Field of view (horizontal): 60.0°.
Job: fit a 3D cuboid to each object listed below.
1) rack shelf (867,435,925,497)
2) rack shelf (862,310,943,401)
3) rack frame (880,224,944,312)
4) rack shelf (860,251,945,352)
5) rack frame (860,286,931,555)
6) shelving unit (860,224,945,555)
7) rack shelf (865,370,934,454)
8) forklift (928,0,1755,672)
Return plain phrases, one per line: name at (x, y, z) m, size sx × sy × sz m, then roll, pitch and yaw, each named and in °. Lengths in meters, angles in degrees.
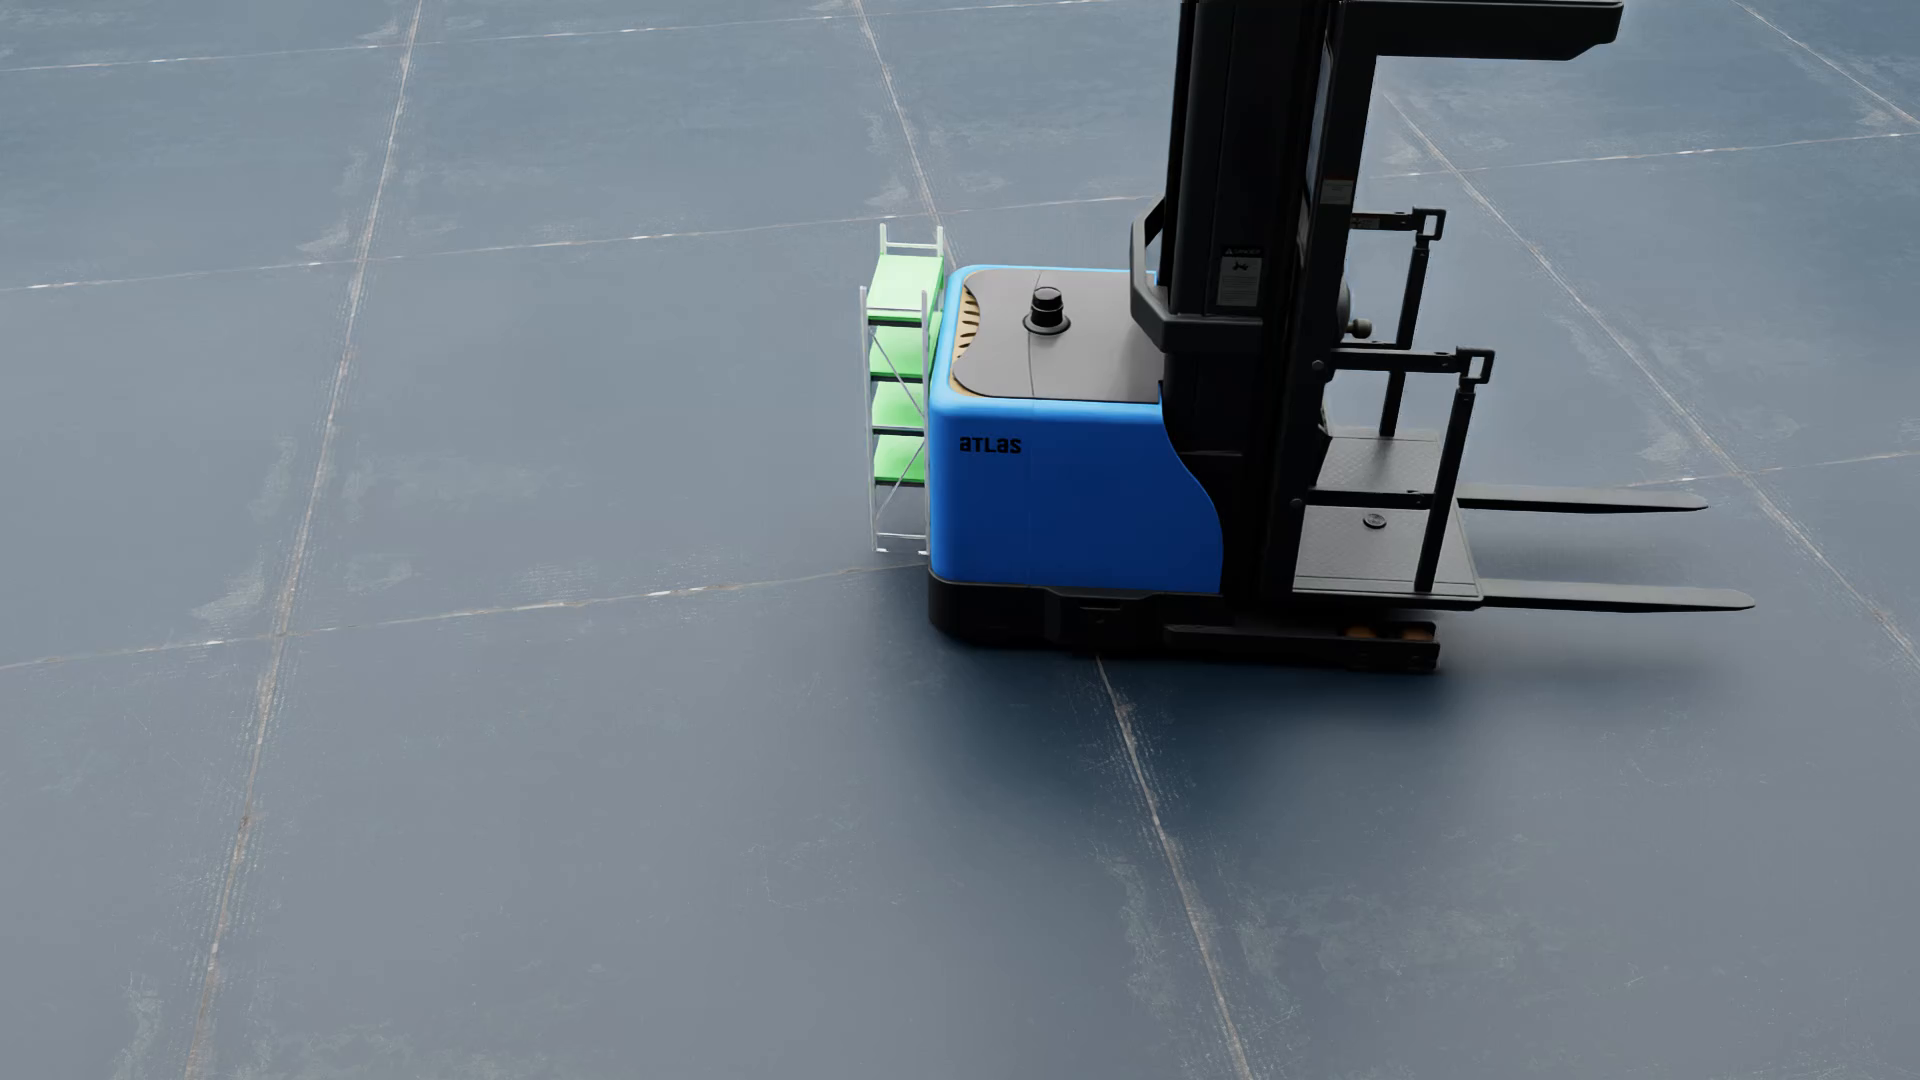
rack shelf at (-0.208, -0.333, 6.695) m, size 0.258 × 0.148 × 0.480 m, roll 4°, pitch 38°, yaw 5°
rack shelf at (-0.210, -0.712, 6.400) m, size 0.258 × 0.148 × 0.480 m, roll 4°, pitch 38°, yaw 5°
rack frame at (-0.183, -0.722, 6.700) m, size 0.240 × 1.200 × 0.015 m, roll 4°, pitch 38°, yaw 5°
rack shelf at (-0.211, -0.901, 6.253) m, size 0.258 × 0.148 × 0.480 m, roll 4°, pitch 38°, yaw 5°
rack frame at (-0.235, -0.424, 6.317) m, size 0.240 × 1.200 × 0.015 m, roll 4°, pitch 38°, yaw 5°
shelving unit at (-0.209, -0.573, 6.508) m, size 0.258 × 1.200 × 0.503 m, roll 4°, pitch 38°, yaw 5°
rack shelf at (-0.209, -0.522, 6.547) m, size 0.258 × 0.148 × 0.480 m, roll 4°, pitch 38°, yaw 5°
forklift at (1.422, -1.011, 5.663) m, size 3.031 × 2.935 × 1.130 m, roll 3°, pitch 38°, yaw 3°
